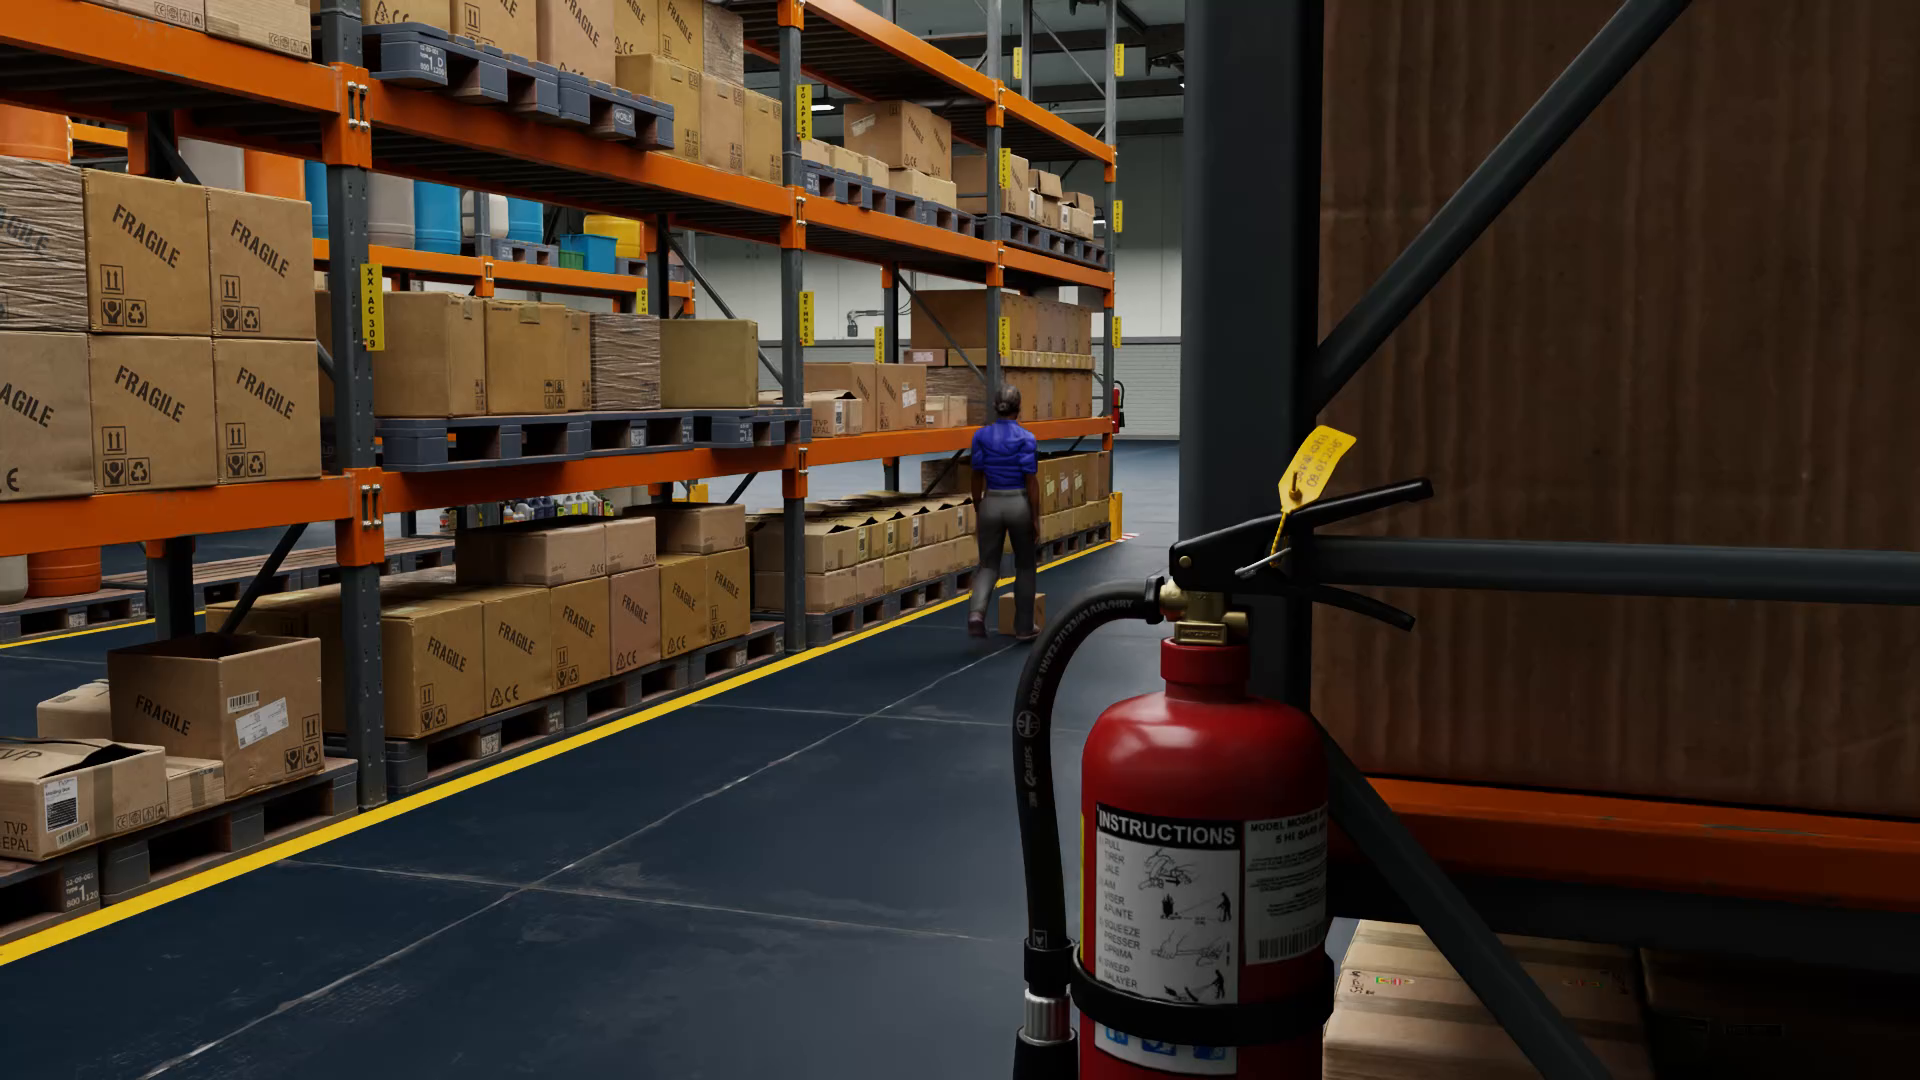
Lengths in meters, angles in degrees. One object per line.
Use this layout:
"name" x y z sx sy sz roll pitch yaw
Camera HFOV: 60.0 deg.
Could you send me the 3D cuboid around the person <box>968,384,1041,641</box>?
"person" 0.293 -0.160 10.383 0.452 1.619 0.800 2 6 17
